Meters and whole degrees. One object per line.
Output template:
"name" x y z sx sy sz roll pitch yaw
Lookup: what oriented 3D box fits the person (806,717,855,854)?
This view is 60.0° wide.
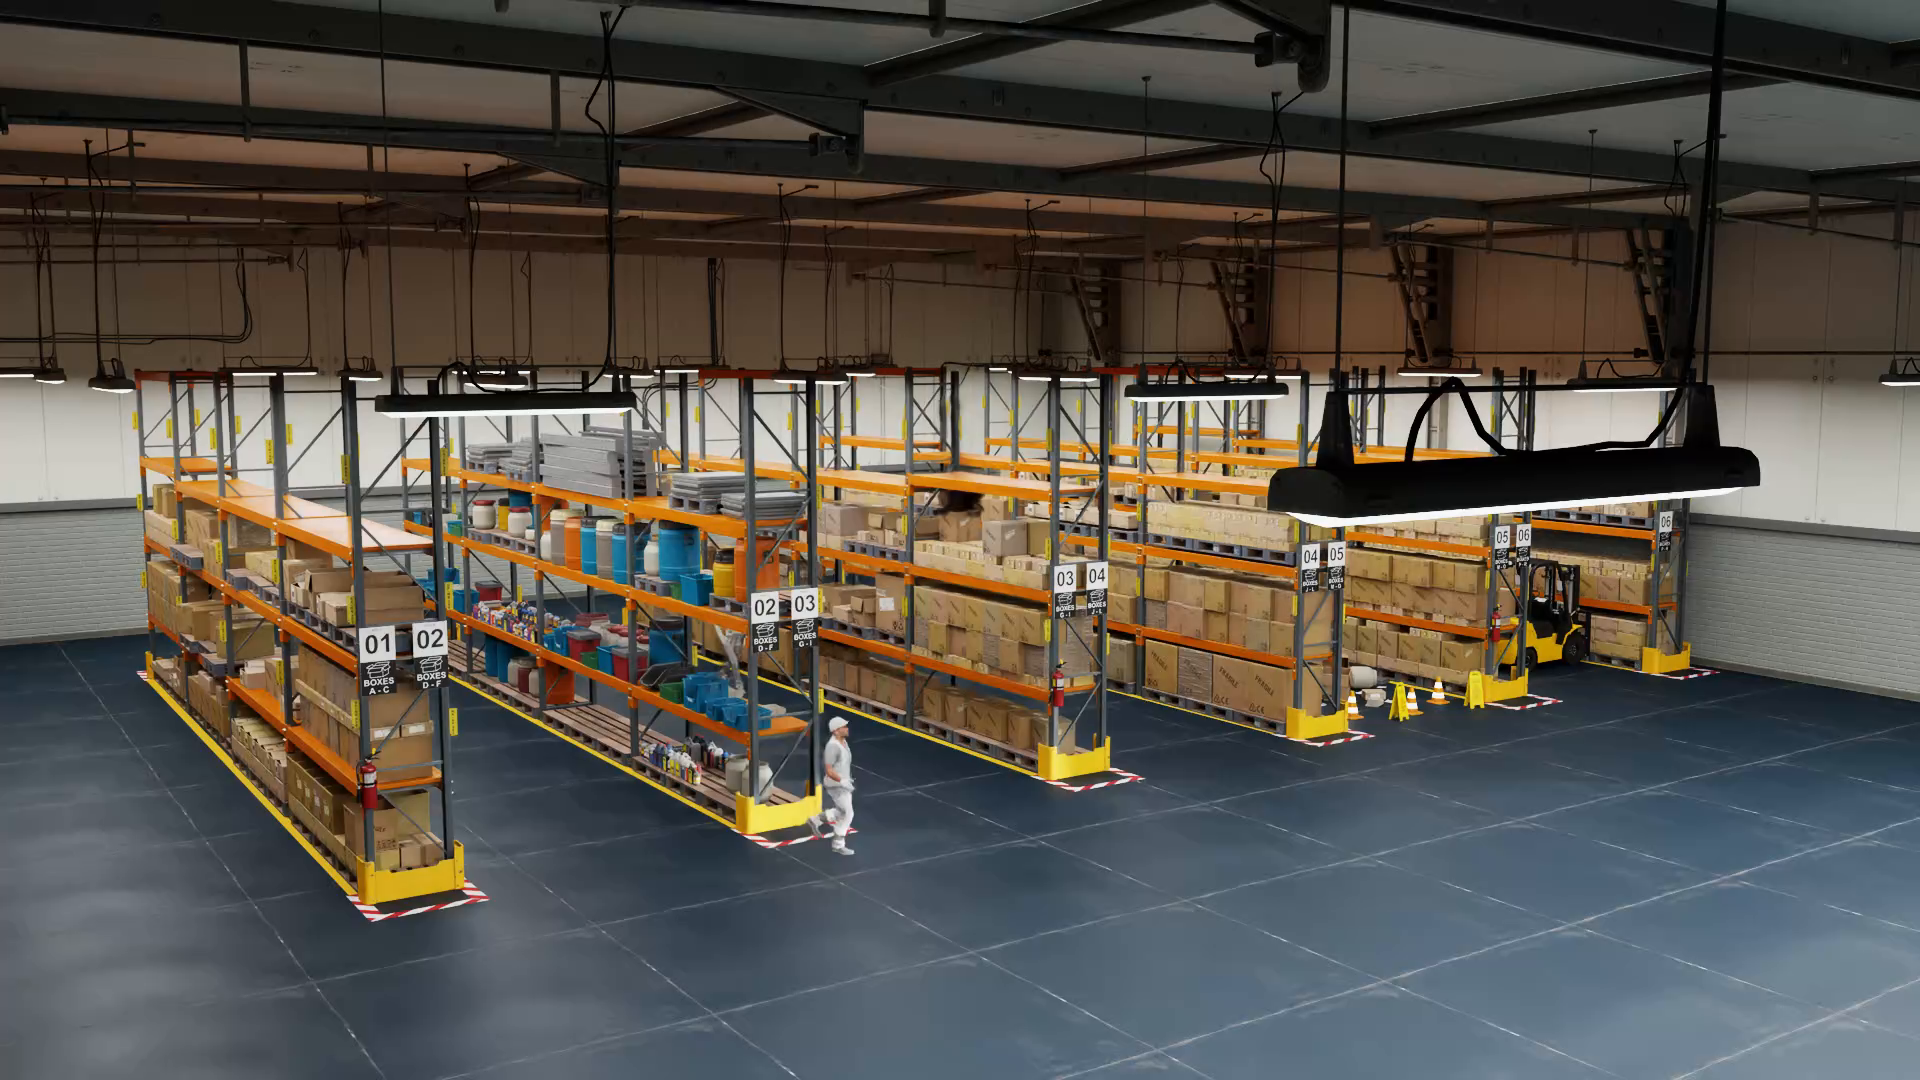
"person" -1.632 3.099 21.066 0.669 1.764 0.679 1 6 5

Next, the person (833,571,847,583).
"person" -2.938 0.799 41.934 0.706 1.663 0.666 0 6 -2

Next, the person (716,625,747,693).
"person" -4.313 2.038 31.278 0.654 1.628 0.979 -4 8 -32
